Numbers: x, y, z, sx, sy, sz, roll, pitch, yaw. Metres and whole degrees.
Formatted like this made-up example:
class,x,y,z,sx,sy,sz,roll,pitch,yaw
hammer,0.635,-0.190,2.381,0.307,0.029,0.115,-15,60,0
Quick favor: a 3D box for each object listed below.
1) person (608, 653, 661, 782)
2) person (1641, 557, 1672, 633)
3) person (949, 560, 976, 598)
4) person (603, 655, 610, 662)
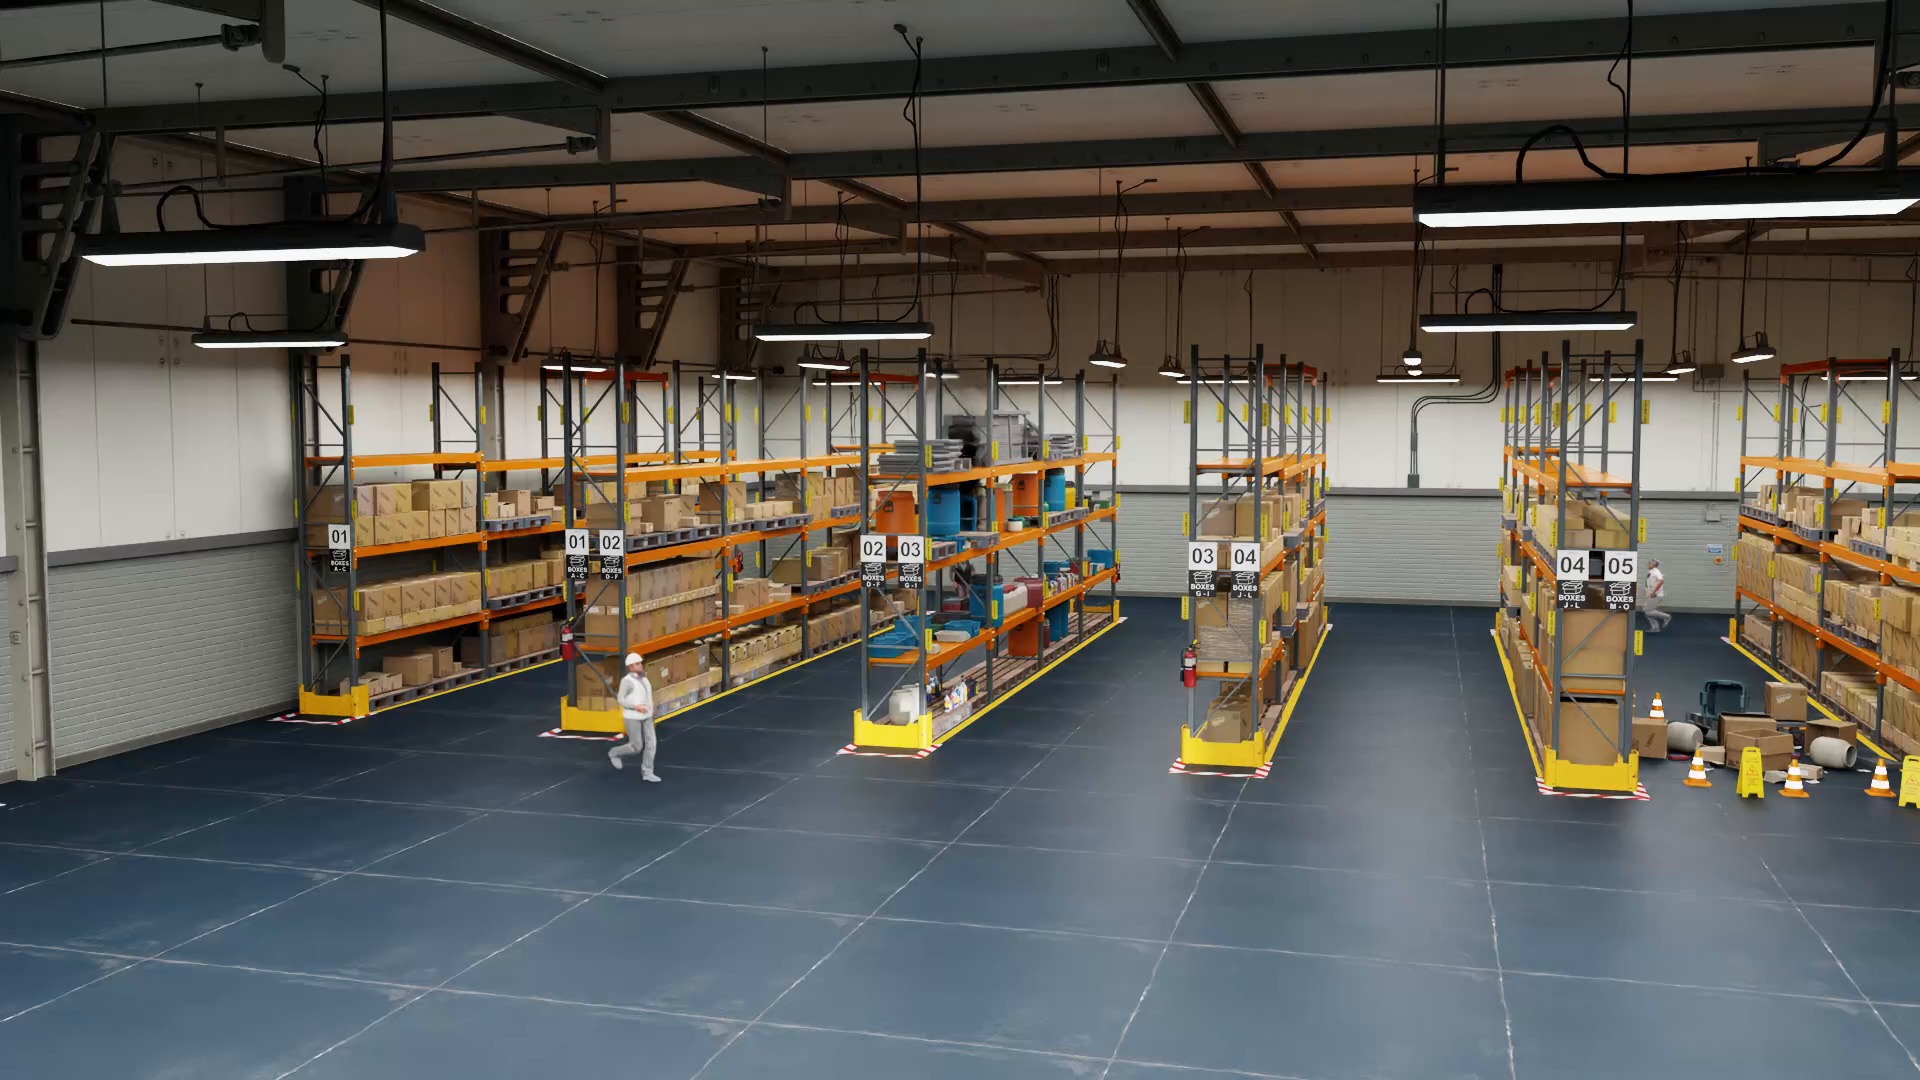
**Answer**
class,x,y,z,sx,sy,sz,roll,pitch,yaw
person,-4.436,2.422,22.796,0.841,1.751,0.660,2,5,30
person,16.000,1.276,38.249,0.624,1.763,0.679,2,5,22
person,0.087,1.112,40.800,0.689,1.685,0.518,-1,4,-12
person,-6.248,1.886,29.893,0.686,1.721,0.593,1,4,8
